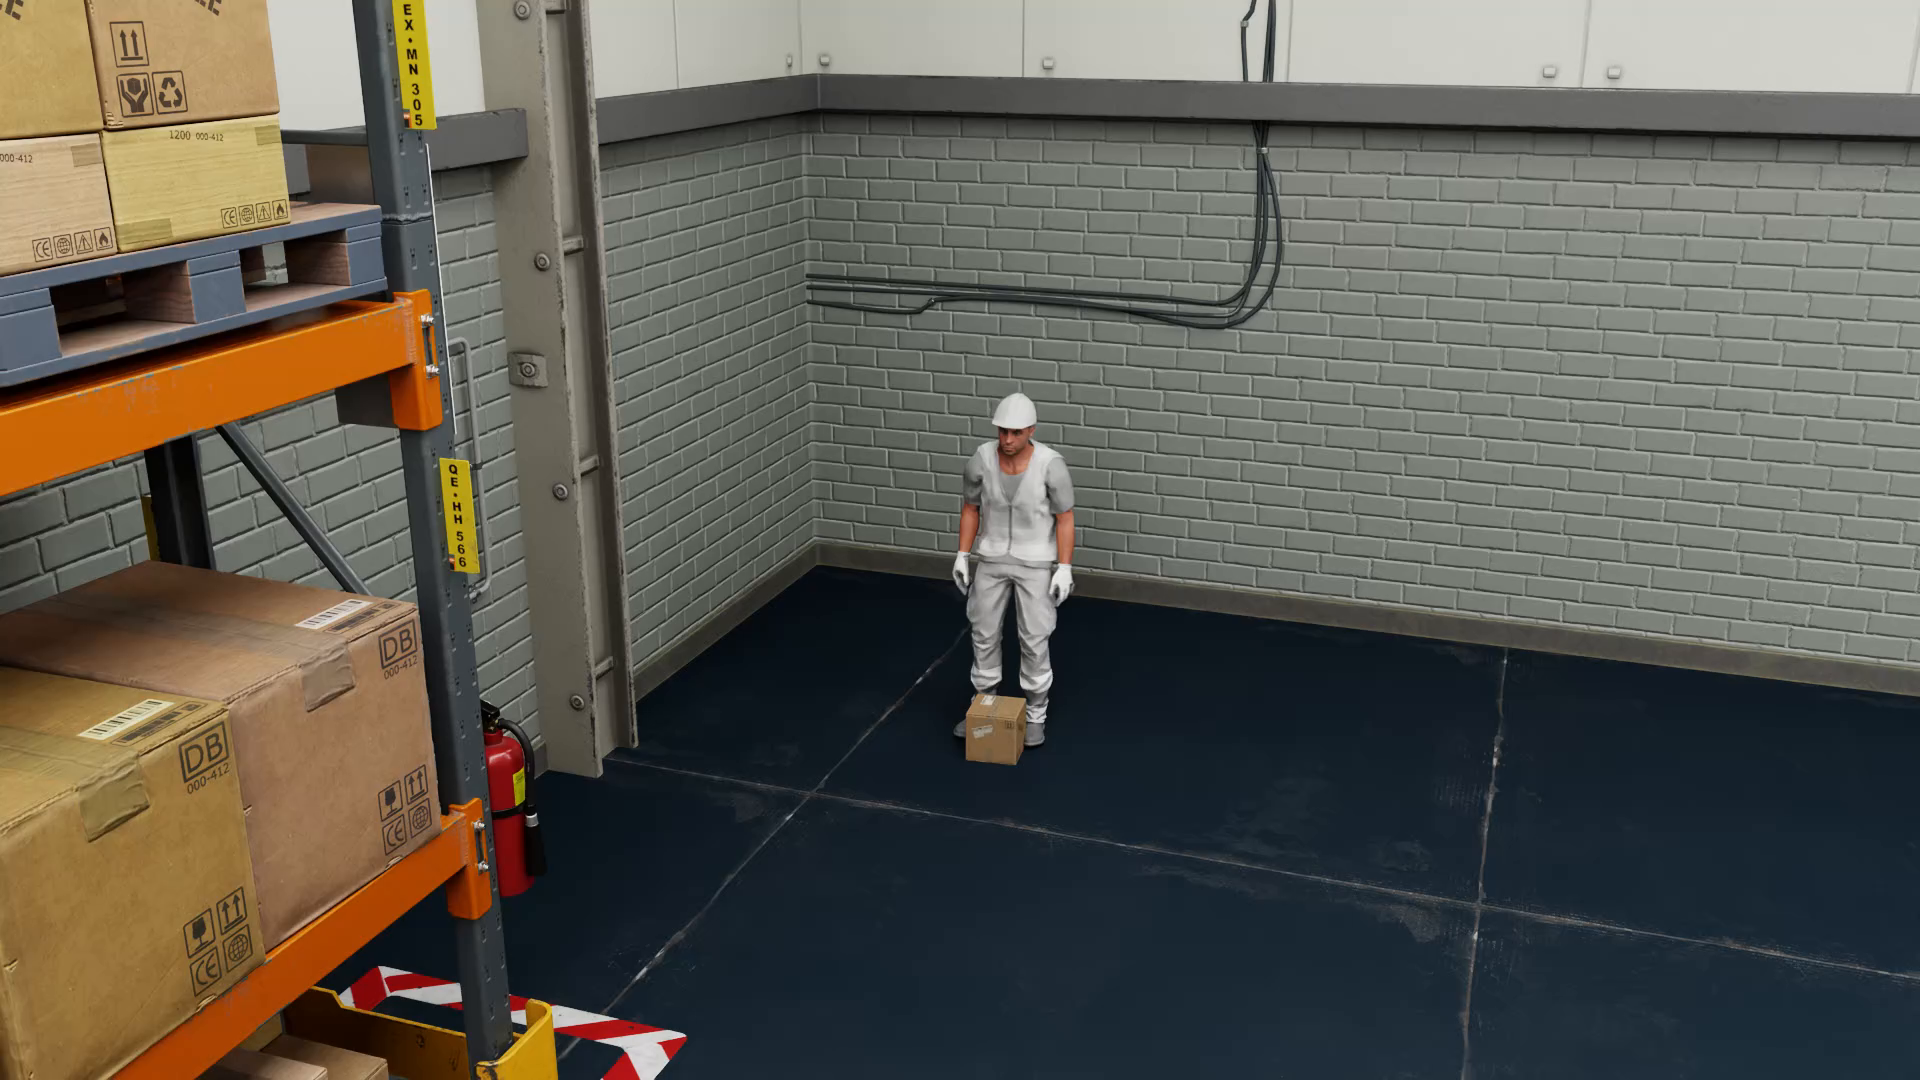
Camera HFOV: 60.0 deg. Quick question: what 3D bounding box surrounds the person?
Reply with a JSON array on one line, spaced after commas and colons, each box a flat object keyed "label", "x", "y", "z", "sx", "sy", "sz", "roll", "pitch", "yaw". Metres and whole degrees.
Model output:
[{"label": "person", "x": 0.259, "y": 0.139, "z": 8.121, "sx": 0.611, "sy": 1.779, "sz": 0.455, "roll": 6, "pitch": 19, "yaw": 18}]
